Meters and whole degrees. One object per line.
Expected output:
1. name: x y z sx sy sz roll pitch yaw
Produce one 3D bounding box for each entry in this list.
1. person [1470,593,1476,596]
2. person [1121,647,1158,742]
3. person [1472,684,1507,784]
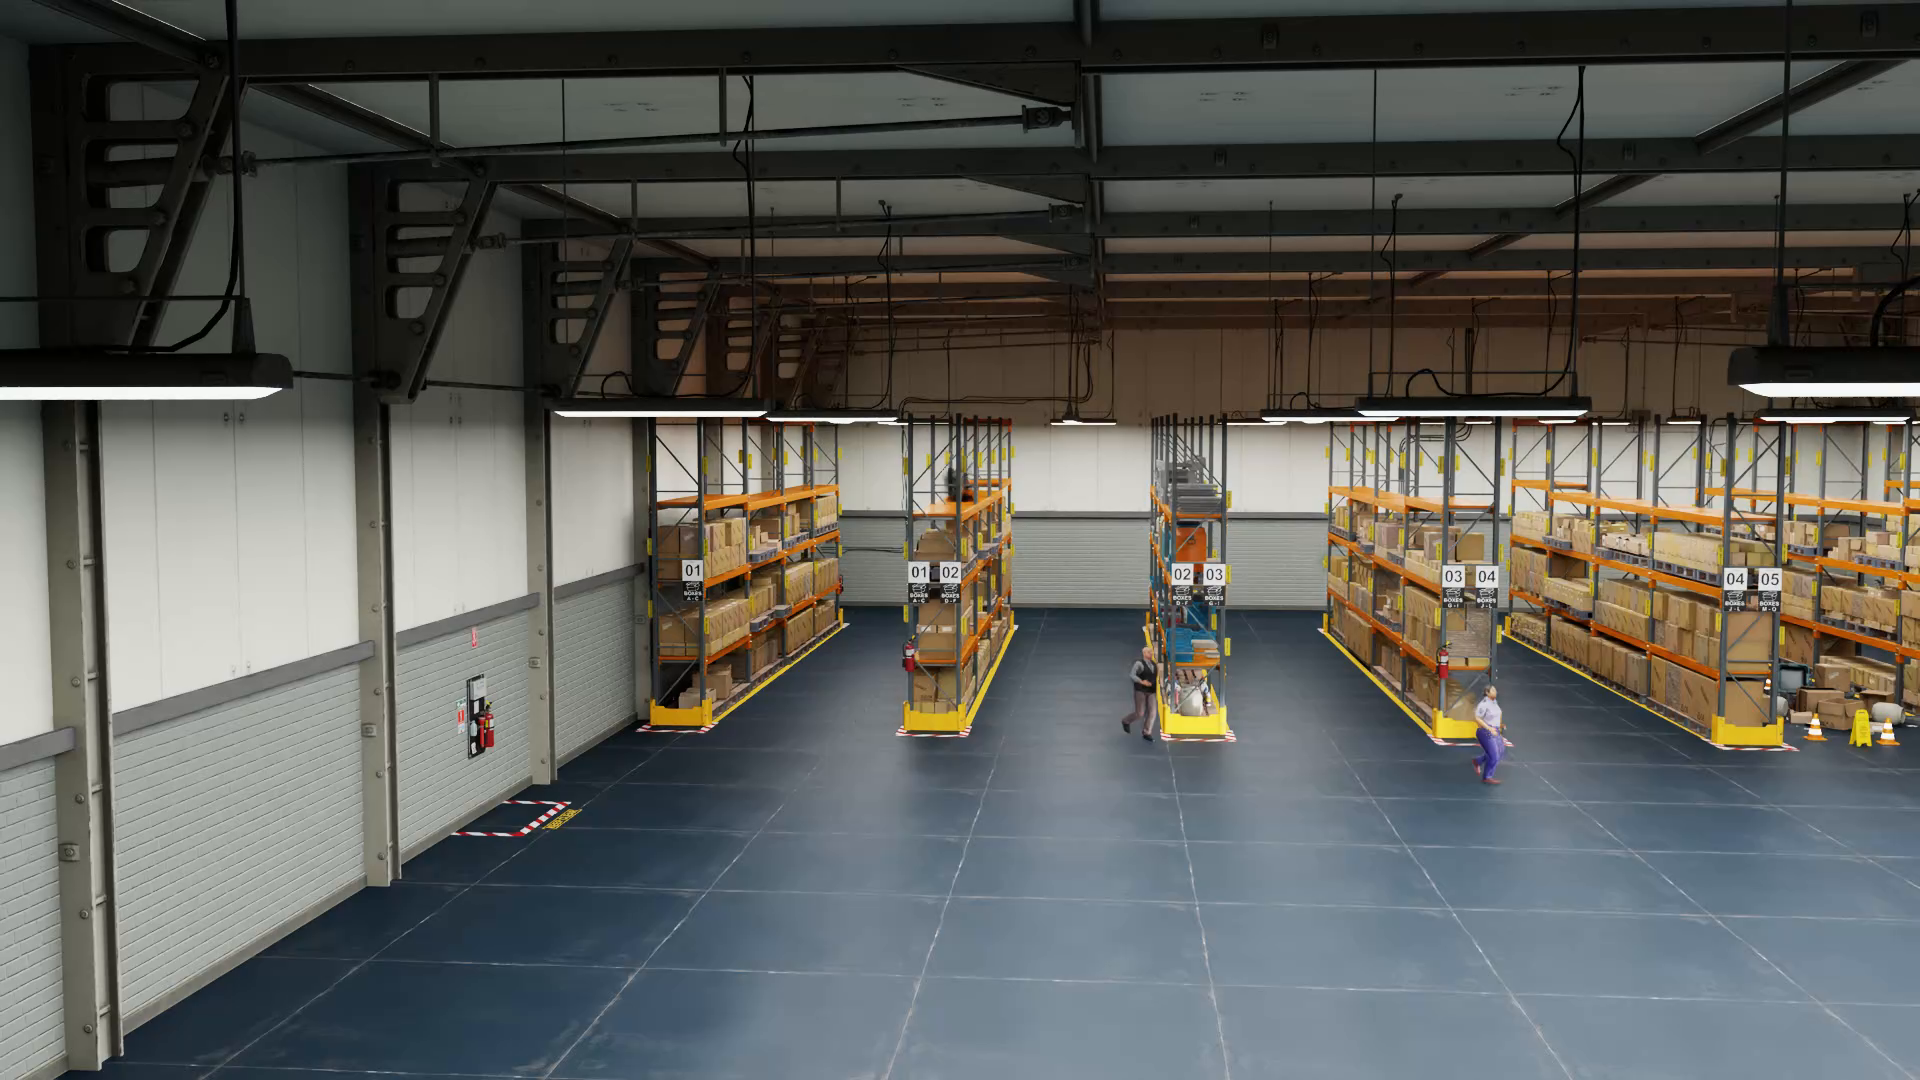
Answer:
1. person: 13.827 1.888 44.264 0.708 1.737 0.640 0 4 2
2. person: 3.393 2.820 30.664 0.674 1.717 0.809 -2 5 -32
3. person: 8.487 3.118 26.816 0.556 1.601 0.594 3 5 40
